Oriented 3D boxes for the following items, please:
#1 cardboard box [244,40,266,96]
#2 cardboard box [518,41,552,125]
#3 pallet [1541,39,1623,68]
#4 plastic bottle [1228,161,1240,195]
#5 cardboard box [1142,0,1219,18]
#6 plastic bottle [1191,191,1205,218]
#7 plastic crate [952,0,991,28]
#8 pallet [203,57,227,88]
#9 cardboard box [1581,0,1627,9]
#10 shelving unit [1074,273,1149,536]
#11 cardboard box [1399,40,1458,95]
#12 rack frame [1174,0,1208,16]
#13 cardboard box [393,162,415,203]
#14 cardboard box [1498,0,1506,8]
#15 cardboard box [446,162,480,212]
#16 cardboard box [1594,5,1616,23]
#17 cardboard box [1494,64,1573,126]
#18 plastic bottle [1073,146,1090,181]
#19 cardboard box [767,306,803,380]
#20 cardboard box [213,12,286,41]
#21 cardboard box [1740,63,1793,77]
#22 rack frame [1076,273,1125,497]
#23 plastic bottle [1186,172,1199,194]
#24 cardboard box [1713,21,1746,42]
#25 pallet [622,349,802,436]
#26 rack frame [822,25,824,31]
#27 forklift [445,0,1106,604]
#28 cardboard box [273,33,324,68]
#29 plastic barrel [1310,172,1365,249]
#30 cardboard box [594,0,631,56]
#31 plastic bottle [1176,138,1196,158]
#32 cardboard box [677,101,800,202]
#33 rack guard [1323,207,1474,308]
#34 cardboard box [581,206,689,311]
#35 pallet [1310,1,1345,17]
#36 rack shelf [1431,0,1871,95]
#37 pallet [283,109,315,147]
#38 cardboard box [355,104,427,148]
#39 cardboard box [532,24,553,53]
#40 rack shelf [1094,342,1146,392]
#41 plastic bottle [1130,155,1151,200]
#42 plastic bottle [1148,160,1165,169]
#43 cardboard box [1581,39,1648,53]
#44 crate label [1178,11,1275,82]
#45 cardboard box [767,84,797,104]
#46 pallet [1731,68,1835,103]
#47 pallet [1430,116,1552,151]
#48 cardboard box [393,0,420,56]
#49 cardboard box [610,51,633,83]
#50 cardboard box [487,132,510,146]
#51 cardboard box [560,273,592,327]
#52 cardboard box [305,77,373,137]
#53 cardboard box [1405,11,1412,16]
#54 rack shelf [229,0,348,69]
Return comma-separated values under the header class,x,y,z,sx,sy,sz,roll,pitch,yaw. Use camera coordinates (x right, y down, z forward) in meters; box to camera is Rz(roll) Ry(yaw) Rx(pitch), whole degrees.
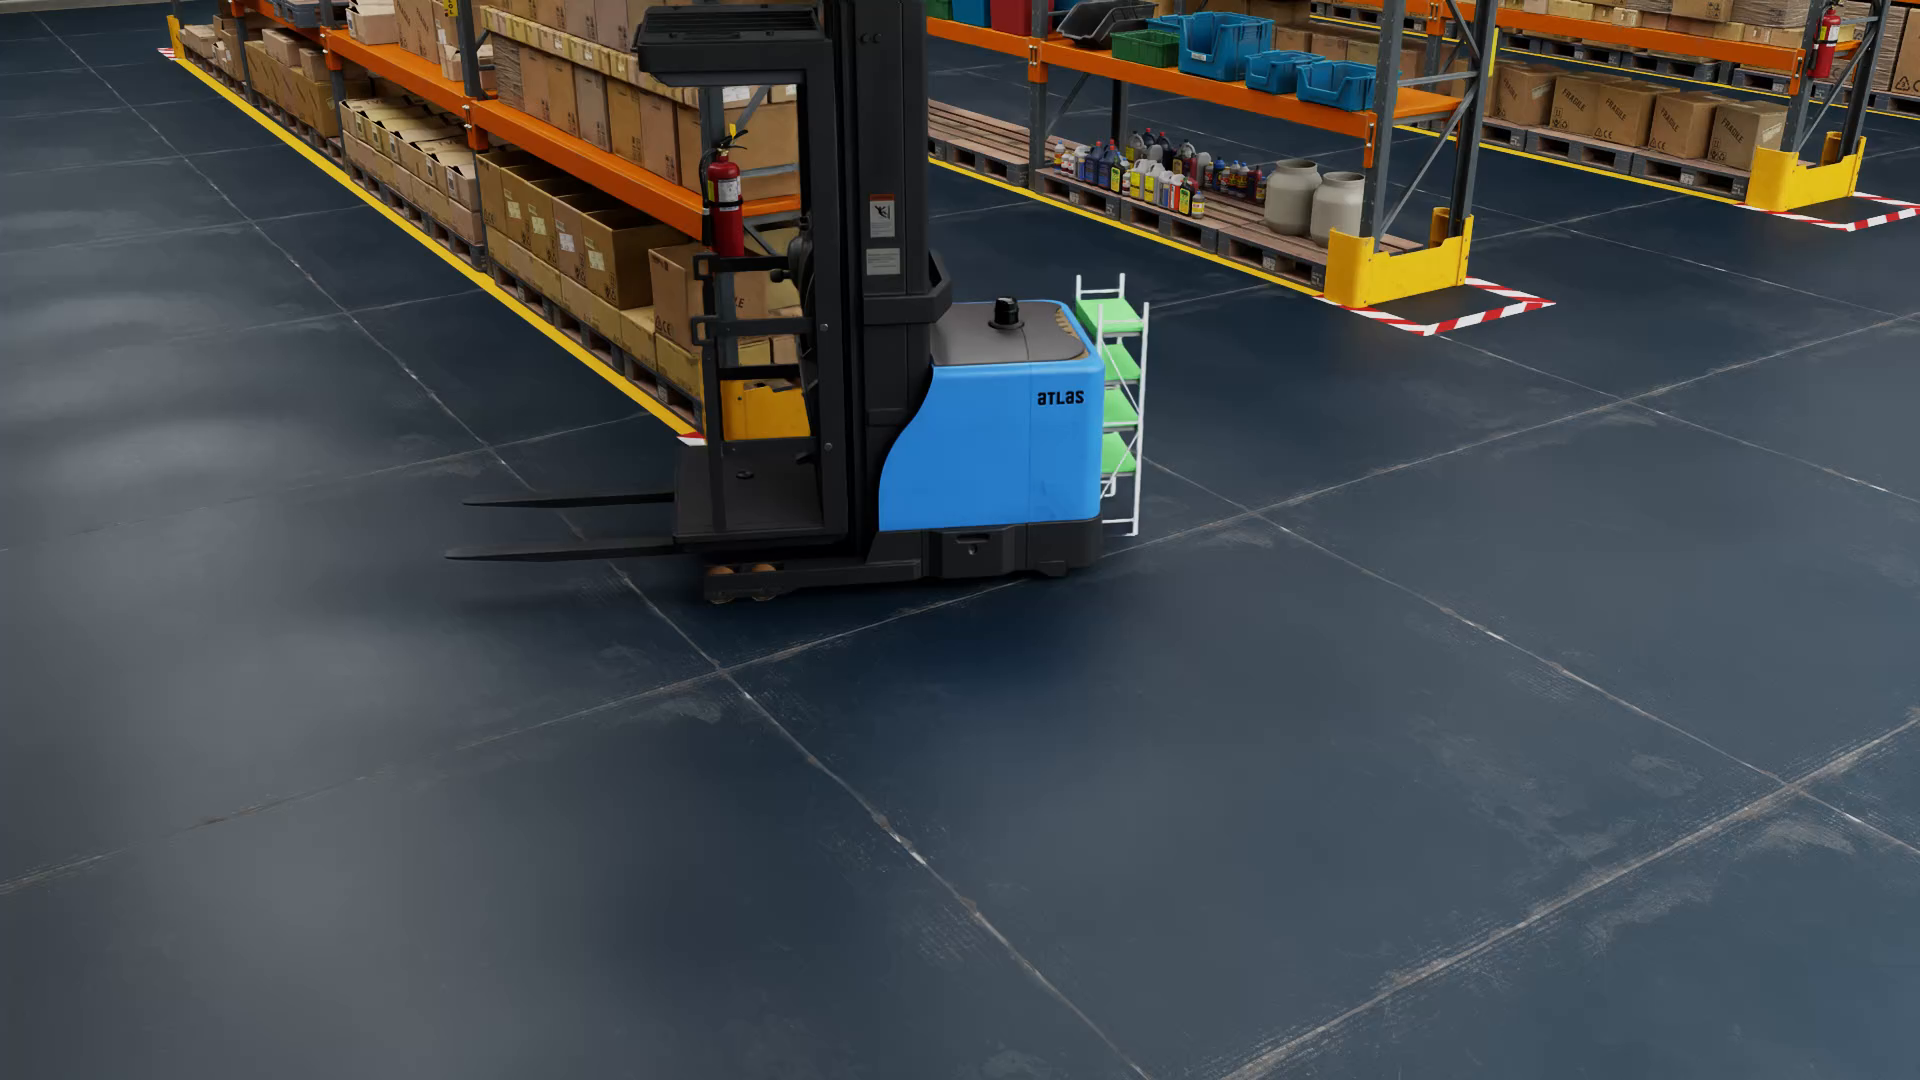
class,x,y,z,sx,sy,sz,roll,pitch,yaw
cardboard box,-7.395,-5.137,18.030,0.500,0.500,0.500,-17,30,-32
cardboard box,-2.547,-3.137,11.265,0.700,0.500,0.500,-16,30,-30
pallet,8.270,-6.298,21.343,1.003,0.211,1.213,-16,29,-30
plastic bottle,2.277,-3.003,13.779,0.097,0.271,0.097,0,25,0
cardboard box,2.671,-6.655,20.831,1.225,0.875,0.875,-17,30,-32
plastic bottle,1.878,-2.647,13.106,0.097,0.201,0.097,0,25,0
plastic crate,0.201,-4.904,15.144,0.392,0.384,0.575,-16,29,-30
pallet,-8.499,-5.719,20.119,1.003,0.211,1.213,-16,29,-30
cardboard box,6.247,-5.217,15.323,0.875,0.500,0.500,-16,29,-30
shelving unit,0.730,-0.665,8.253,0.258,1.200,0.503,-4,26,-7
cardboard box,4.897,-5.037,17.819,0.700,0.500,0.500,-18,31,-33
rack frame,3.030,-7.174,19.934,1.000,3.000,0.127,-16,29,-30
cardboard box,-4.388,-3.010,13.842,0.500,0.250,0.500,-15,29,-29
cardboard box,5.365,-5.308,16.274,0.380,0.149,0.250,-16,29,-30
cardboard box,-3.549,-2.715,12.559,0.500,0.311,0.500,-16,29,-30
cardboard box,6.084,-4.871,15.349,0.380,0.149,0.250,-16,29,-30
cardboard box,5.718,-4.448,16.594,0.500,0.500,0.500,-6,26,-13
plastic bottle,1.070,-3.231,14.257,0.152,0.276,0.135,-14,29,-28
cardboard box,-1.011,-1.196,9.999,0.500,0.250,0.500,-16,29,-30
cardboard box,-8.485,-6.039,19.937,0.797,0.503,0.637,-16,29,-30
cardboard box,9.710,-5.851,19.128,0.875,0.875,0.875,-15,29,-29
rack frame,0.695,-0.768,8.471,0.240,1.200,0.015,-4,26,-7
plastic bottle,1.852,-2.806,13.346,0.061,0.283,0.133,-16,29,-30
cardboard box,6.754,-4.420,14.394,0.380,0.149,0.250,-16,29,-30
pallet,-1.357,-1.009,10.139,1.003,0.211,1.213,-16,29,-30
rack frame,-1.119,-6.020,17.489,1.000,3.000,0.127,-16,29,-30
forklift,-0.889,-1.274,7.515,3.031,2.935,1.130,-3,25,-7
cardboard box,-6.575,-4.939,16.733,0.500,0.250,0.500,-16,30,-31
plastic barrel,2.825,-2.441,12.330,0.421,0.512,0.421,0,25,0
cardboard box,-1.745,-3.194,9.864,0.700,0.500,0.500,-15,29,-29
plastic bottle,1.938,-3.243,14.194,0.144,0.351,0.185,-16,29,-30
cardboard box,-1.149,-2.221,9.324,0.700,0.500,0.500,-16,29,-30
rack guard,3.167,-2.045,11.996,1.175,0.500,0.348,-16,29,-30
cardboard box,-2.005,-1.768,10.332,0.500,0.500,0.500,-16,29,-30
pallet,5.484,-8.186,25.343,1.003,0.211,1.213,-16,29,-30
rack shelf,6.306,-4.703,15.542,1.077,0.370,4.000,-16,29,-30
pallet,-6.309,-4.318,17.150,1.003,0.211,1.213,-16,29,-30
cardboard box,-4.938,-3.626,14.489,0.500,0.311,0.500,-16,30,-31
cardboard box,-2.545,-3.269,10.783,0.380,0.149,0.250,-17,30,-31
rack shelf,0.730,-0.824,8.178,0.258,0.148,0.480,-4,26,-7
plastic bottle,1.492,-2.986,13.648,0.144,0.351,0.185,-16,30,-30
plastic bottle,1.603,-2.995,13.756,0.152,0.276,0.135,-16,29,-30
cardboard box,8.487,-6.583,20.825,1.050,0.750,0.750,-16,29,-30
crate label,2.016,-3.770,12.681,0.502,0.435,0.616,-16,29,-30
cardboard box,-0.938,-2.535,9.229,0.380,0.149,0.250,-16,30,-30
pallet,9.775,-5.312,19.256,1.003,0.211,1.213,-16,29,-30
pallet,5.610,-4.251,17.007,1.003,0.211,1.213,-16,29,-30
cardboard box,-4.342,-4.316,13.762,0.500,0.500,0.500,-17,30,-32
cardboard box,-1.836,-2.806,9.803,0.380,0.149,0.250,-15,29,-28
cardboard box,-3.657,-3.208,13.603,0.500,0.311,0.500,-17,30,-31
cardboard box,-2.274,-1.609,10.874,0.500,0.250,0.500,-16,29,-30
cardboard box,-5.979,-4.216,16.079,0.500,0.500,0.500,-14,29,-28
cardboard box,6.383,-7.715,23.515,0.500,0.500,0.500,-14,29,-28
rack shelf,-6.363,-5.257,16.715,1.077,0.370,4.000,-16,29,-30
